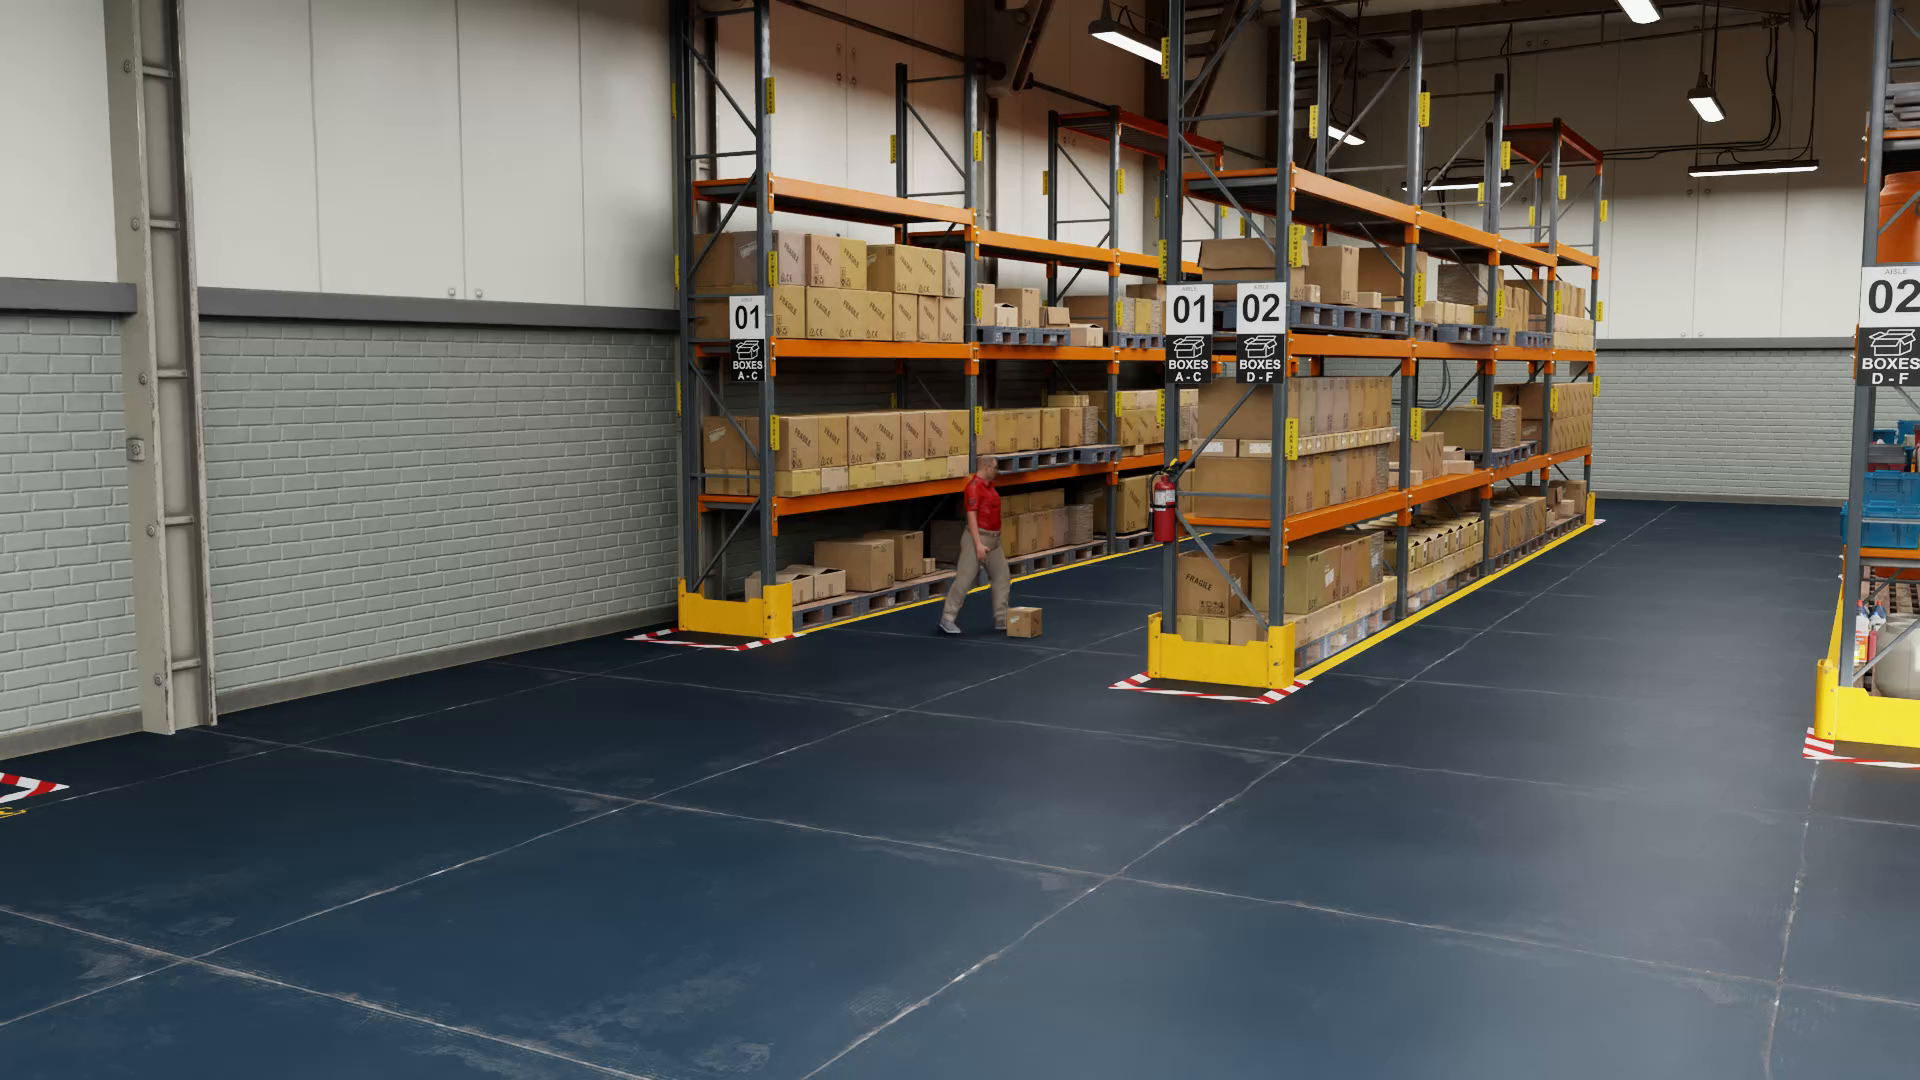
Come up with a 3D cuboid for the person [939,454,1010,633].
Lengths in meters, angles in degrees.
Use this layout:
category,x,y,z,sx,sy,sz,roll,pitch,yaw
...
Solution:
category,x,y,z,sx,sy,sz,roll,pitch,yaw
person,0.205,0.035,15.954,0.753,1.706,0.642,3,7,27
